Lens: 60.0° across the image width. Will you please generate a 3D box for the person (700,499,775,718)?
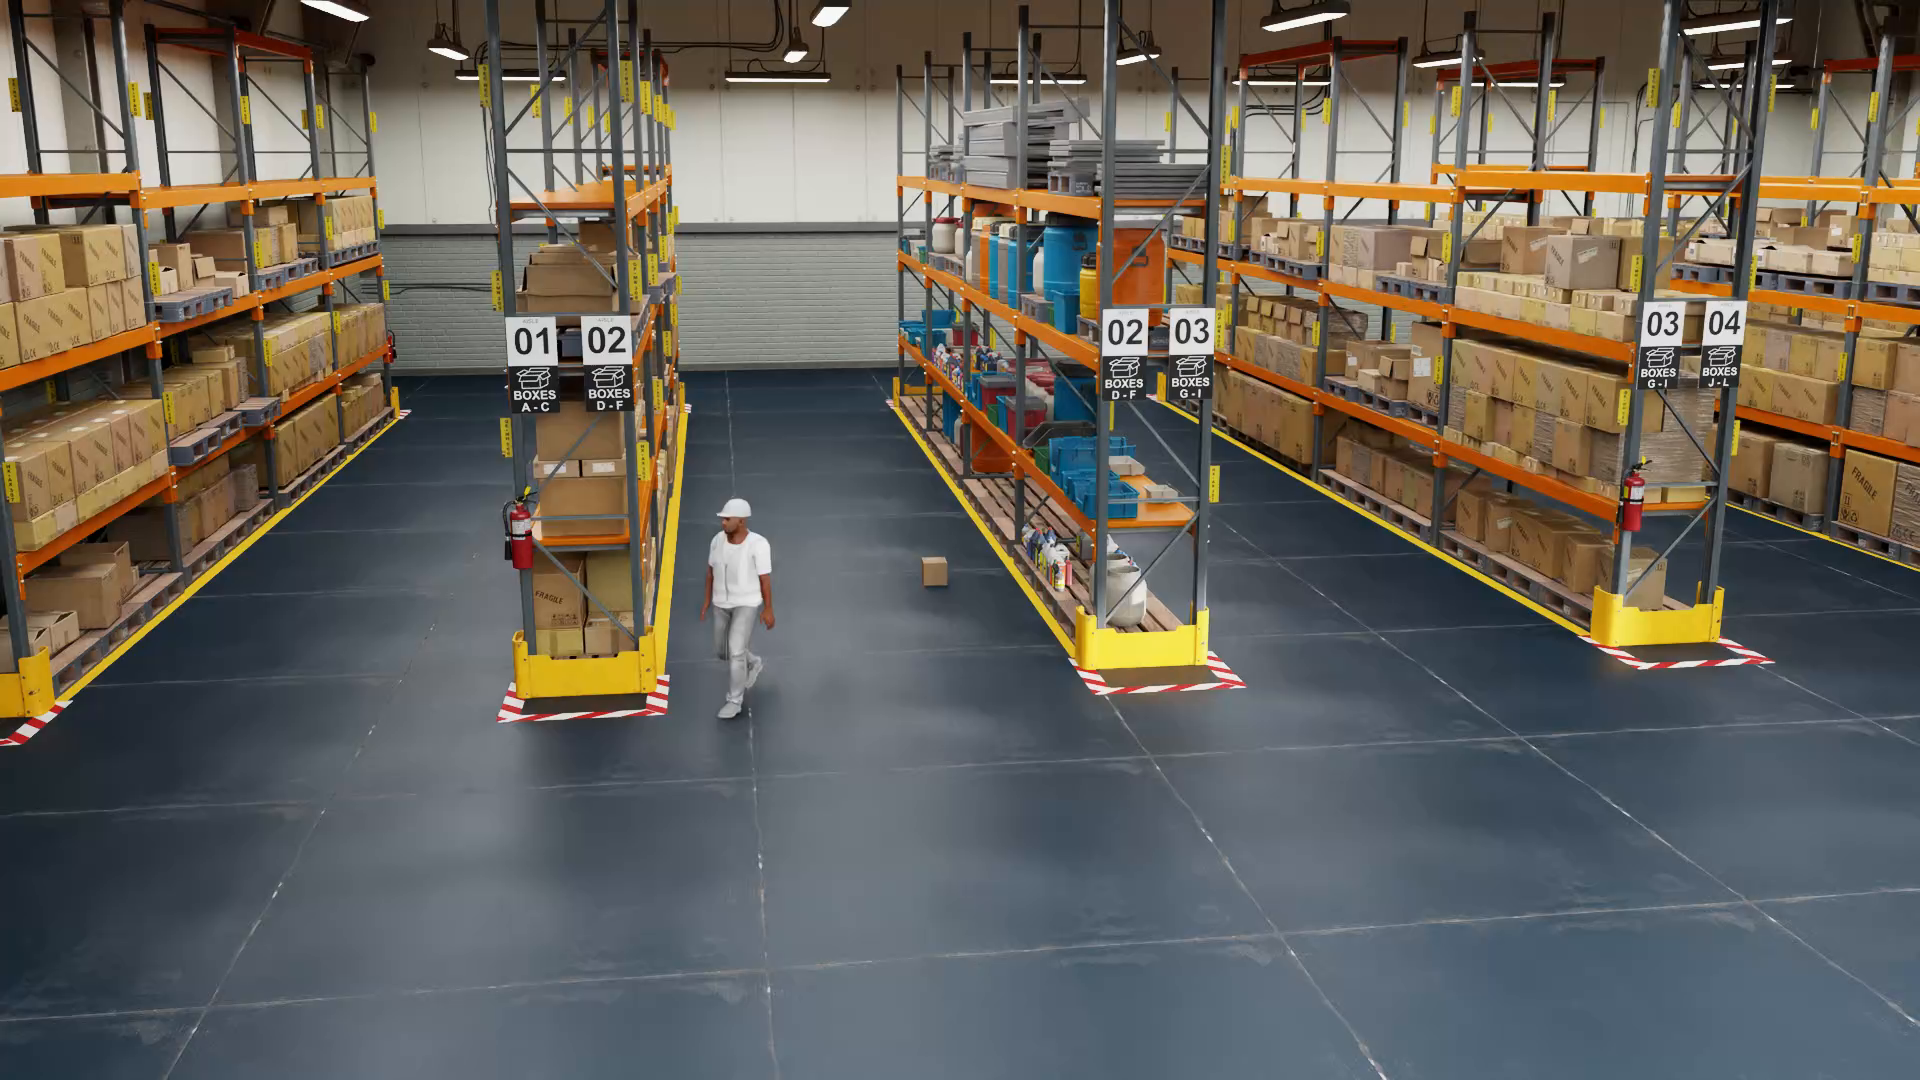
[{"bbox_3d":[-1.832,0.523,13.632,0.618,1.743,0.833,6,14,25],"label":"person"}]
